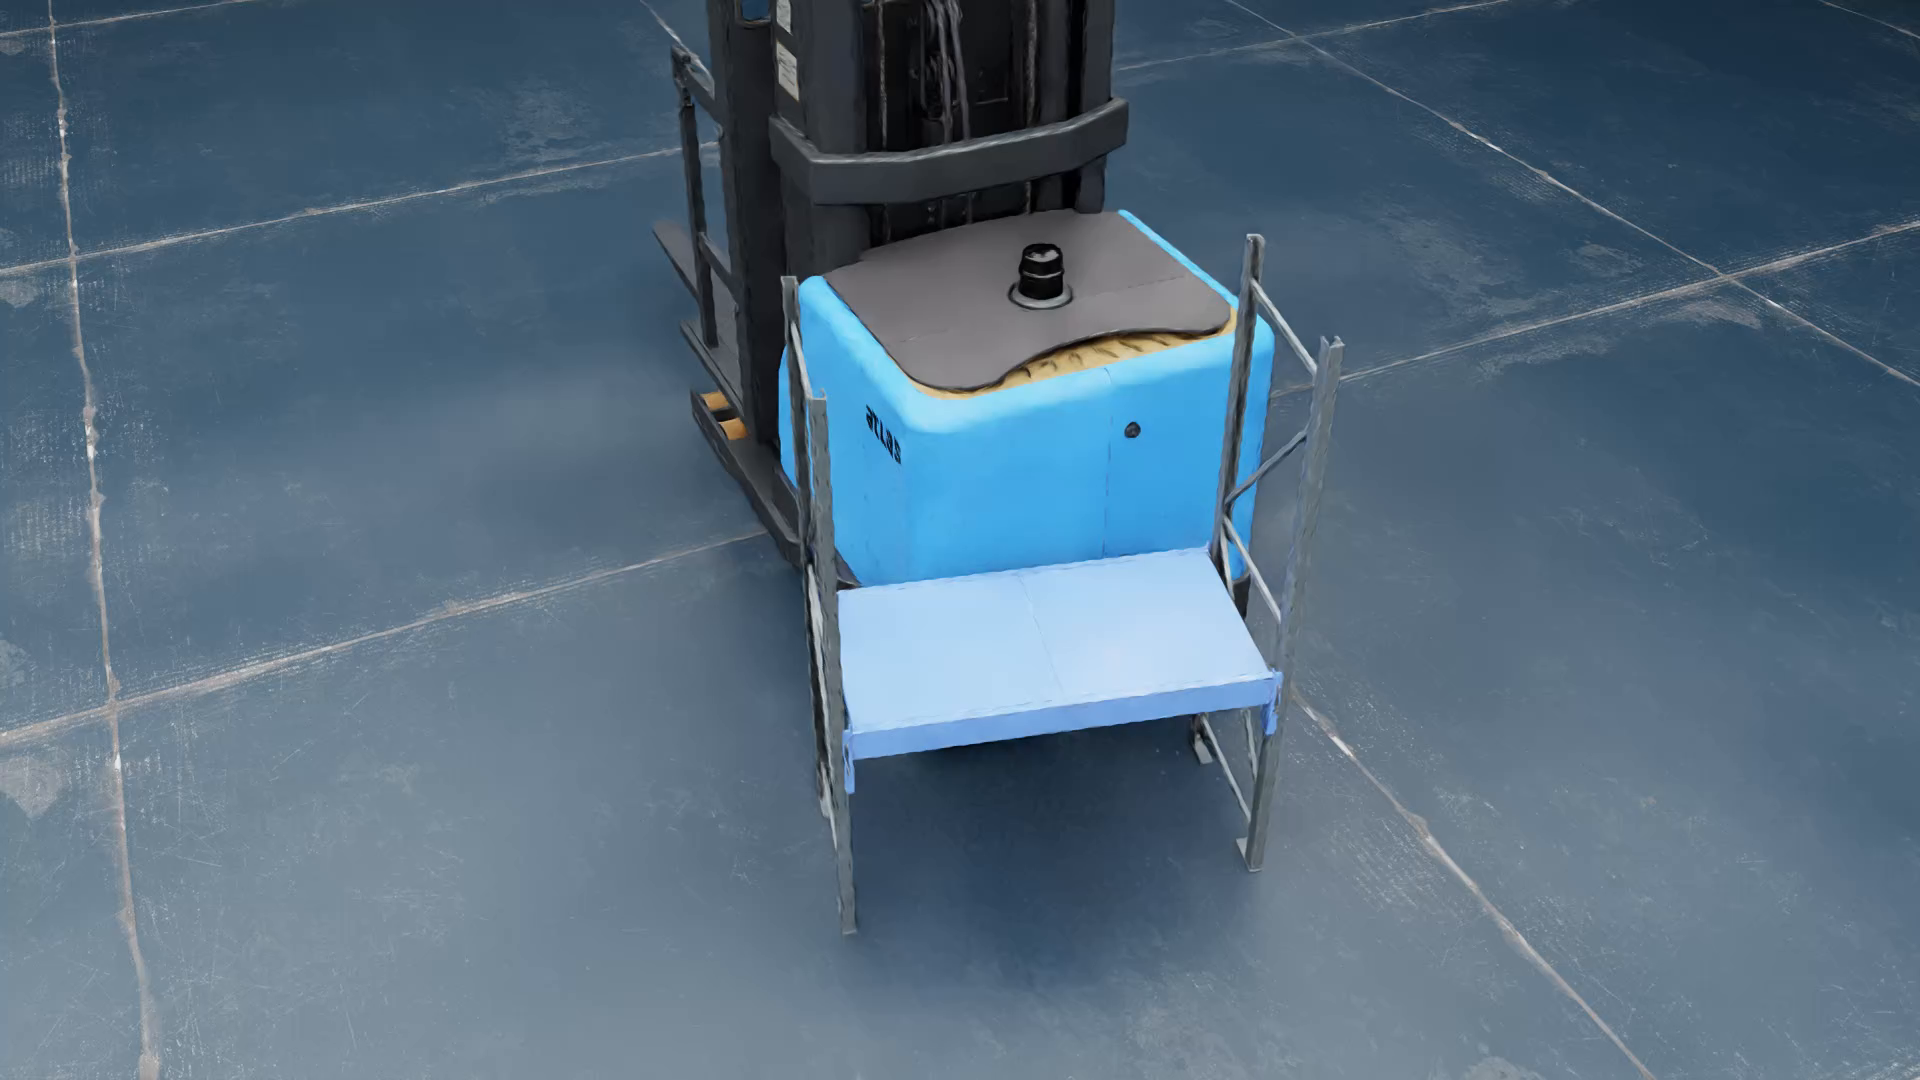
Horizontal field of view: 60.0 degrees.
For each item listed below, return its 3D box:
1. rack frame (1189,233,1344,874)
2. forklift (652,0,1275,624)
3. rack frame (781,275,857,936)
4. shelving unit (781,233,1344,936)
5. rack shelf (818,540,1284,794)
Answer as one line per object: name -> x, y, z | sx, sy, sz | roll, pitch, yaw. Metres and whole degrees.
rack frame -> 0.687, 0.079, 3.884 | 0.032, 1.500, 0.500 | -7, 37, -9
forklift -> -0.267, -1.517, 4.835 | 1.130, 2.935, 3.031 | -16, 39, -20
rack frame -> -0.311, 0.196, 3.727 | 0.032, 1.500, 0.500 | -7, 37, -9
shelving unit -> 0.188, 0.137, 3.806 | 1.048, 1.500, 0.538 | -7, 37, -9
rack shelf -> 0.188, 0.282, 3.913 | 1.000, 0.185, 0.538 | -7, 37, -9
